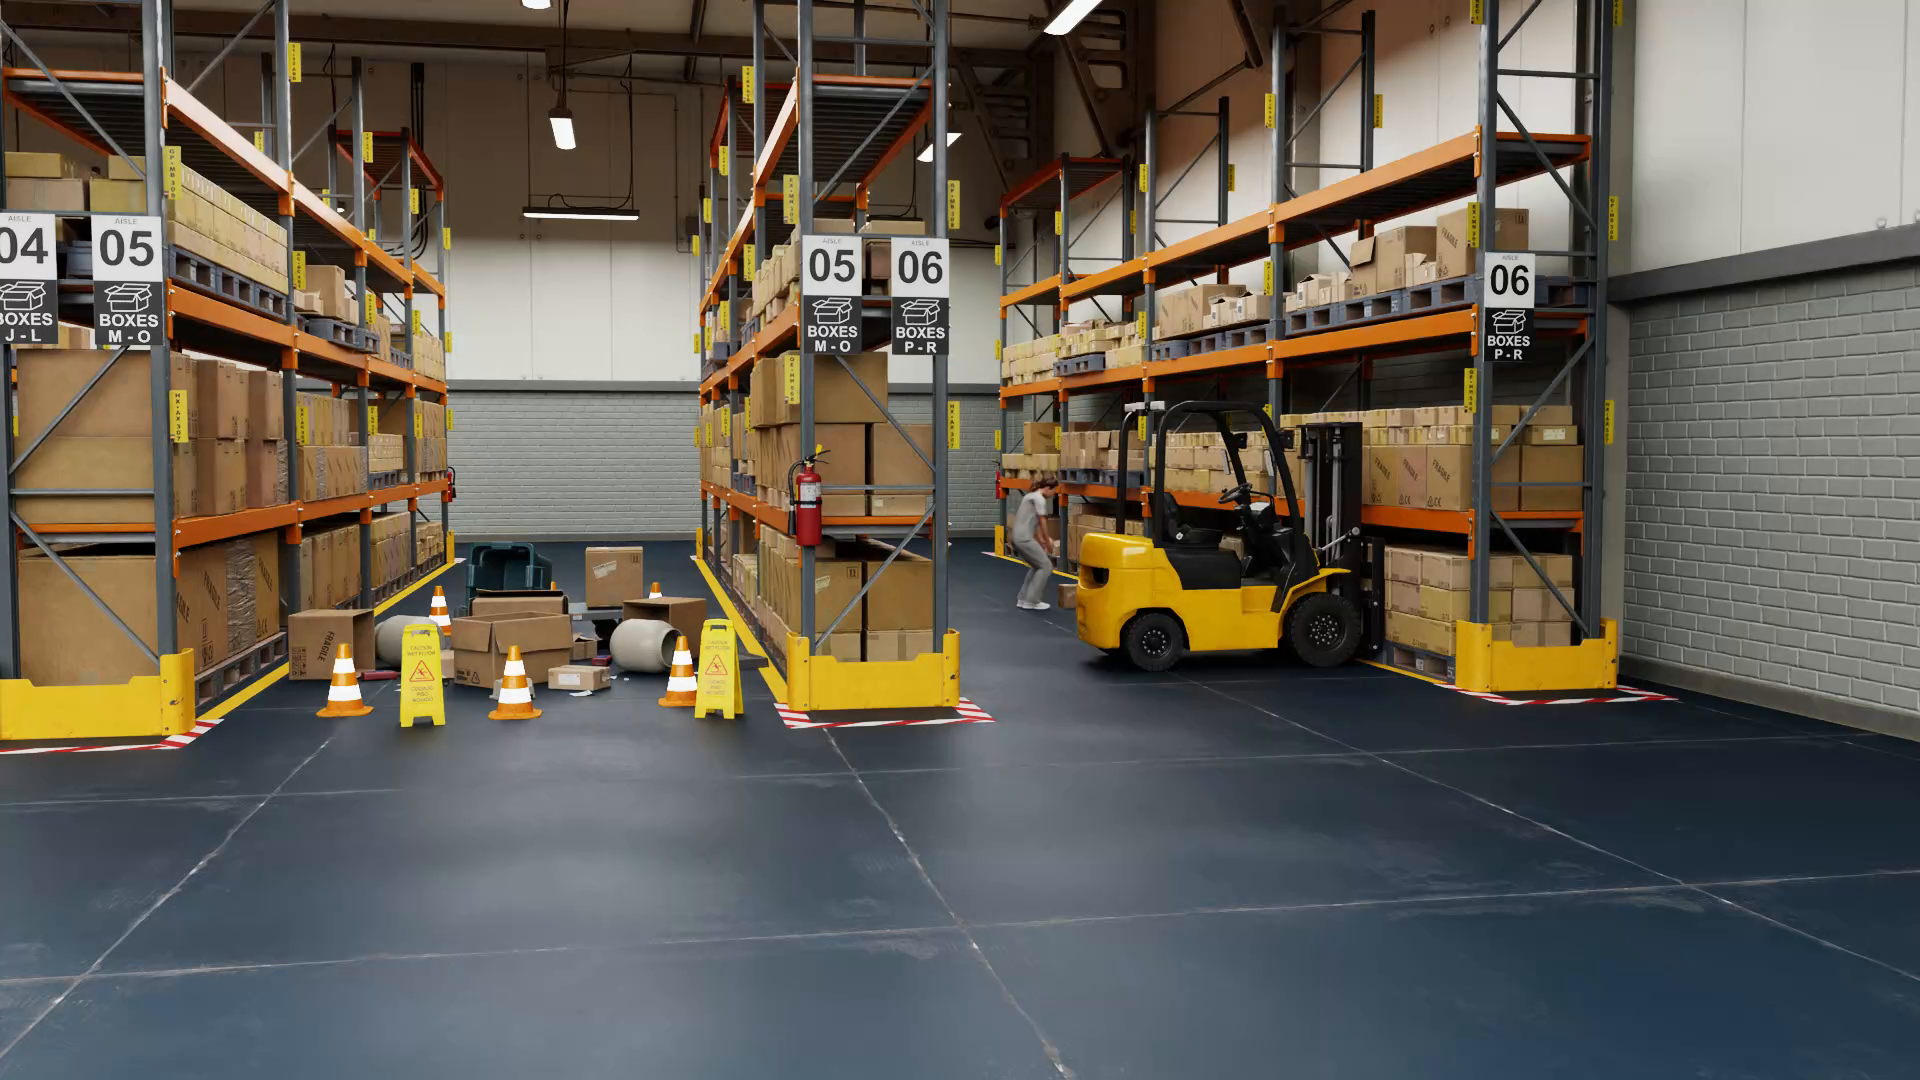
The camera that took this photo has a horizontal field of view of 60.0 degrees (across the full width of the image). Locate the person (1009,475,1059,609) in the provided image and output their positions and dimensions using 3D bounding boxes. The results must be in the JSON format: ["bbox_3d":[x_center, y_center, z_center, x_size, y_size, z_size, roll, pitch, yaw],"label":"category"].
[{"bbox_3d":[0.829,0.018,18.585,0.553,1.493,0.486,-1,3,-11],"label":"person"}]
